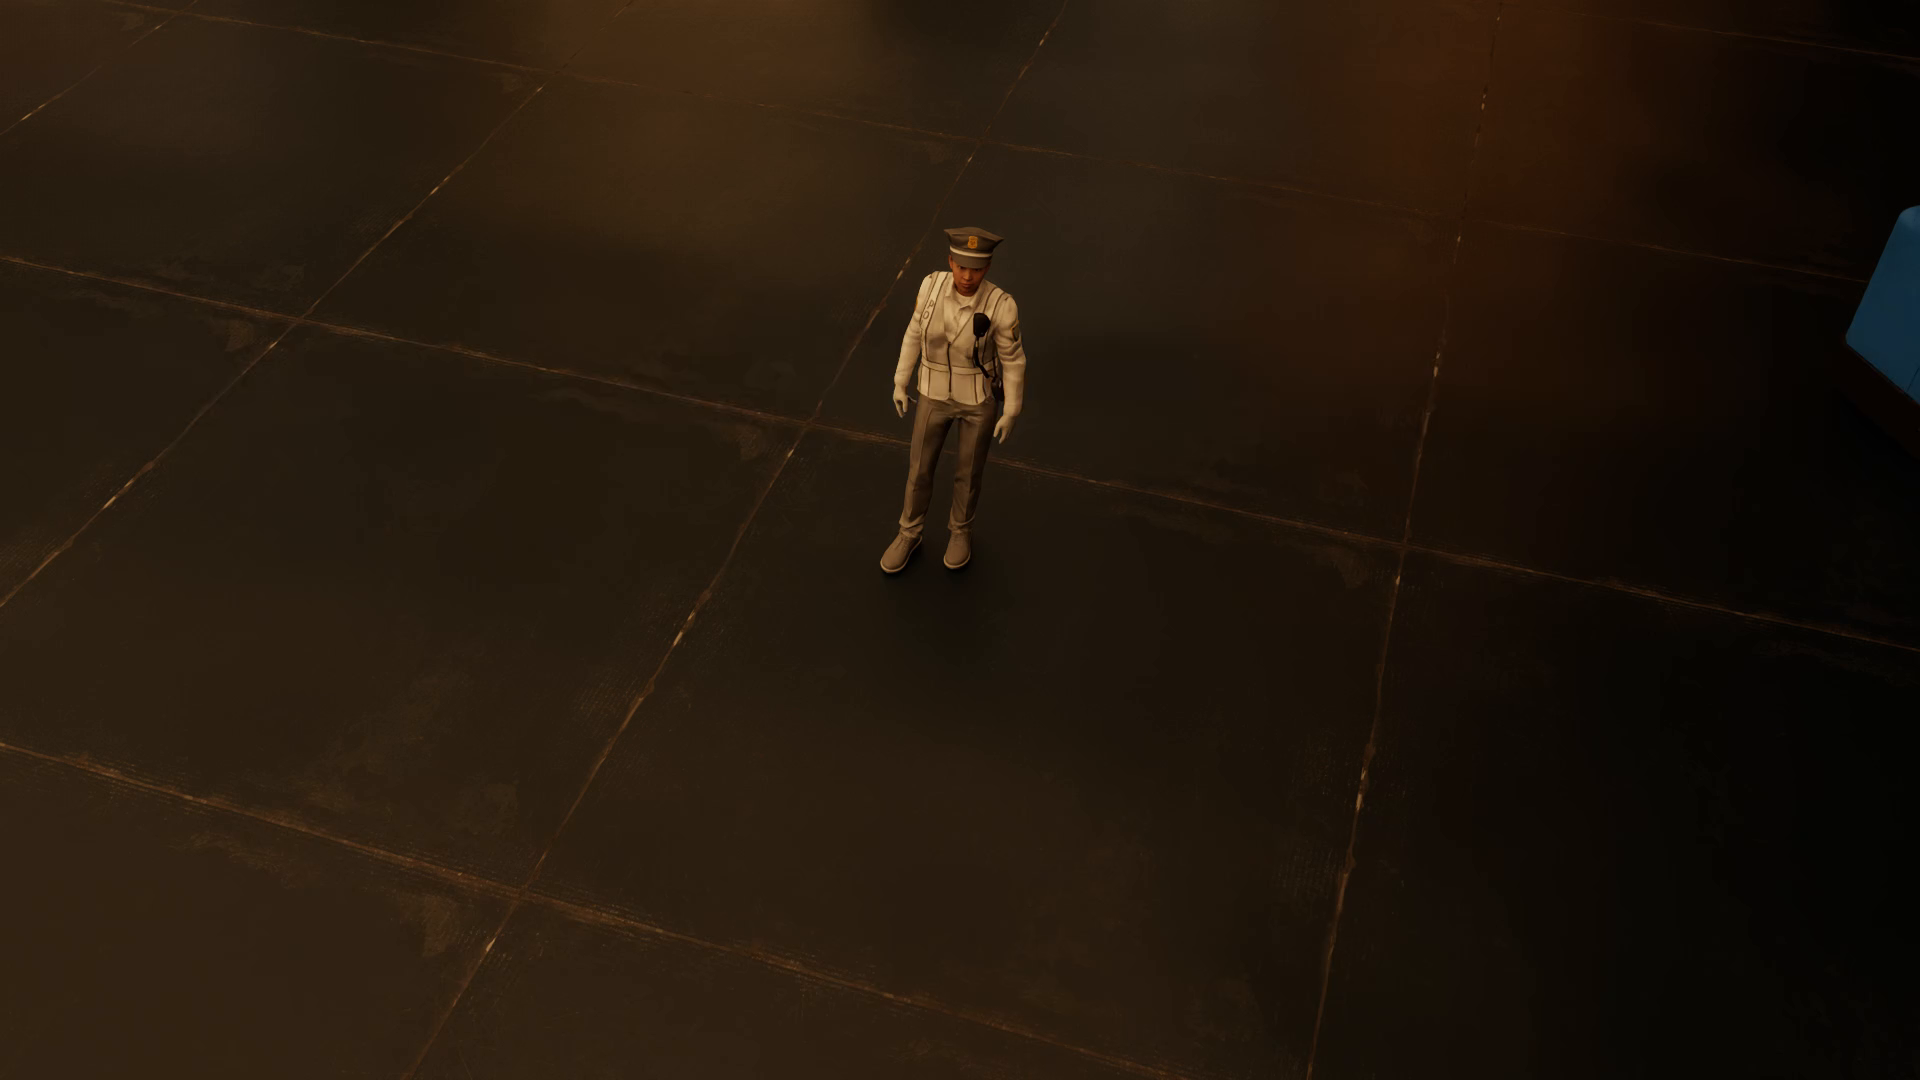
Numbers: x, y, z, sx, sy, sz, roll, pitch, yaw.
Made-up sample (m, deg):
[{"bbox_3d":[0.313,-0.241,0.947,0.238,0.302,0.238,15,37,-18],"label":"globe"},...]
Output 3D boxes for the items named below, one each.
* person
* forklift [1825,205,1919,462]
[{"bbox_3d":[-0.028,-0.582,7.212,0.586,1.694,0.530,12,44,13],"label":"person"},{"bbox_3d":[6.073,-1.867,7.696,3.031,2.935,1.130,-12,44,-13],"label":"forklift"}]
